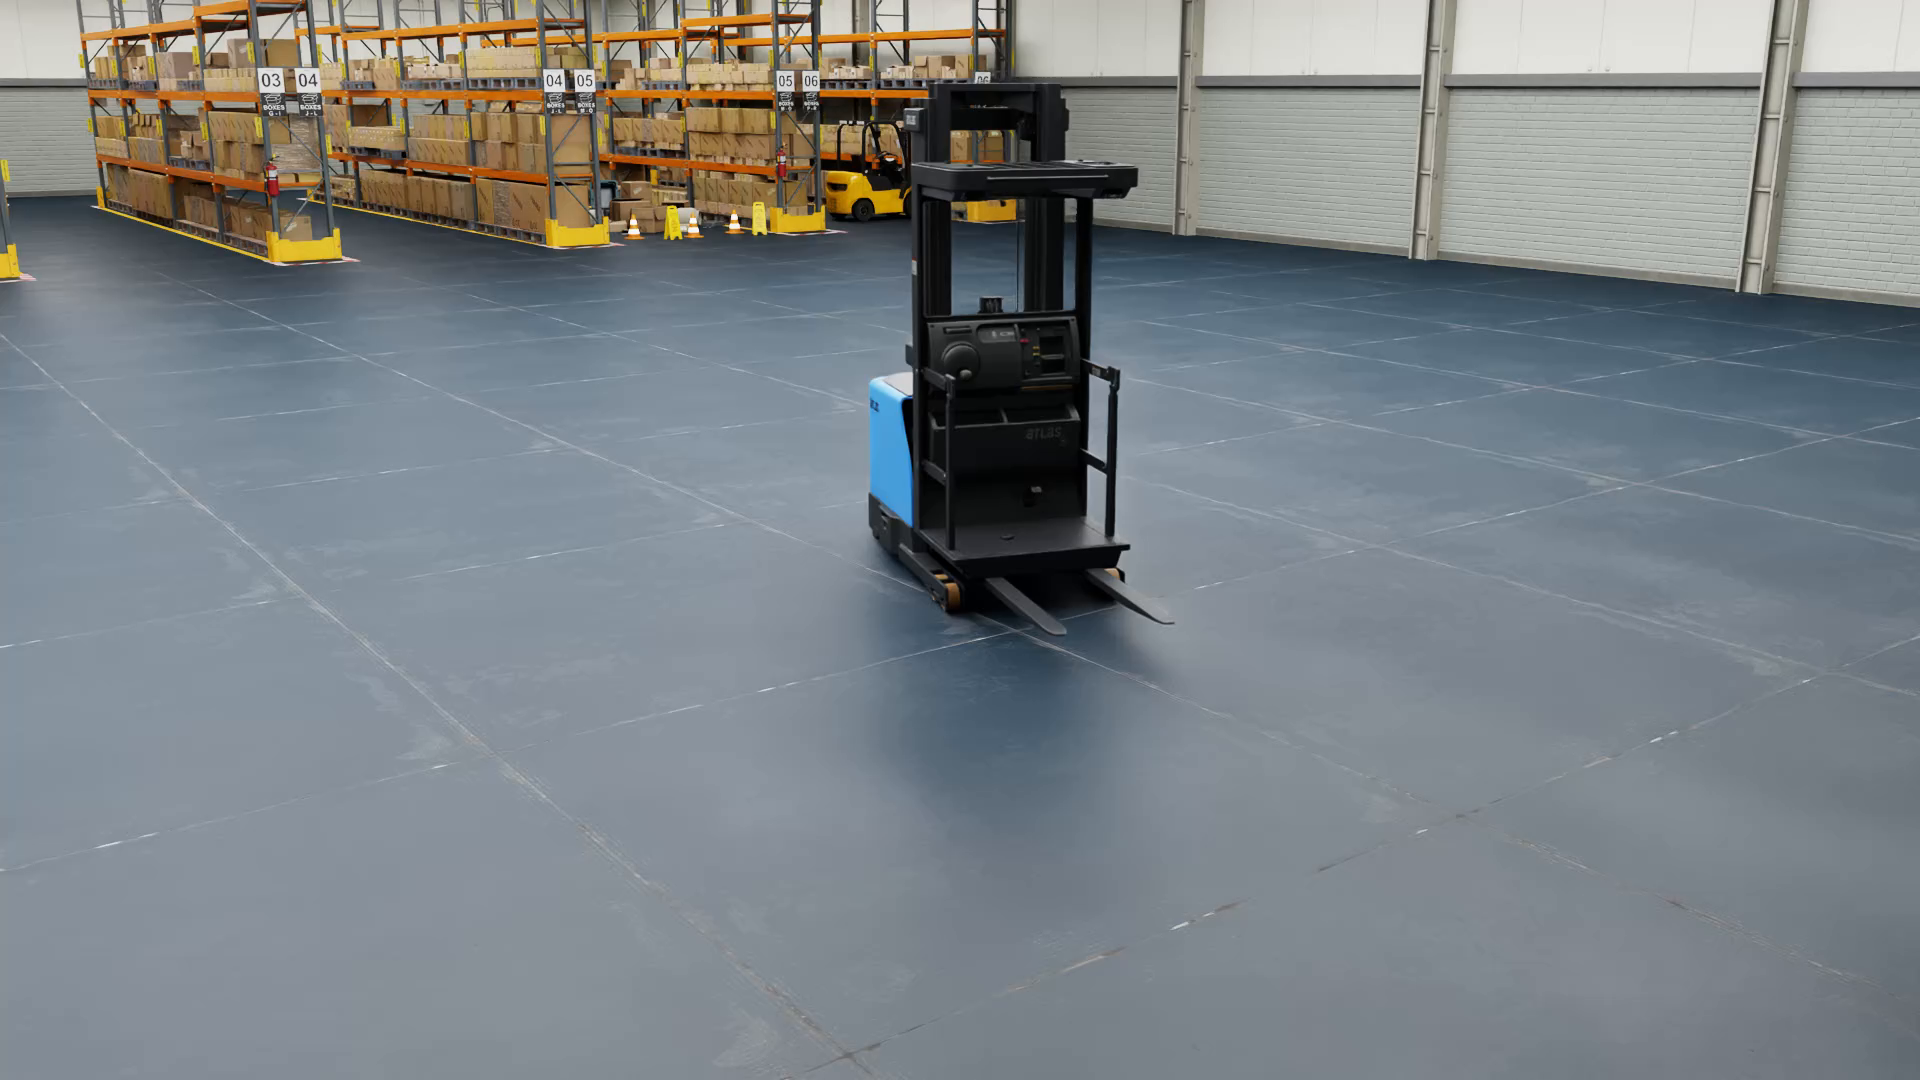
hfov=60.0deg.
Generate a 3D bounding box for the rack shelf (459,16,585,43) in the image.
[{"bbox_3d":[-8.435,-9.843,32.111,1.077,0.370,4.000,-11,19,-35],"label":"rack shelf"}]

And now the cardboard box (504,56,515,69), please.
[{"bbox_3d":[-8.361,-9.106,31.717,0.500,0.250,0.500,-11,19,-35],"label":"cardboard box"}]

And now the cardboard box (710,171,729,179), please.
[{"bbox_3d":[-5.209,-7.943,36.180,0.380,0.149,0.250,-10,18,-32],"label":"cardboard box"}]

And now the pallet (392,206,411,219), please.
[{"bbox_3d":[-12.421,-7.592,38.415,1.003,0.211,1.213,-11,19,-35],"label":"pallet"}]

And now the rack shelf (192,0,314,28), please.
[{"bbox_3d":[-12.506,-9.286,29.325,1.077,0.370,4.000,-11,19,-35],"label":"rack shelf"}]

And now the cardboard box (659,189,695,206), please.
[{"bbox_3d":[-6.402,-7.905,38.460,0.950,0.372,0.625,-10,18,-31],"label":"cardboard box"}]

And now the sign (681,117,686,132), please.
[{"bbox_3d":[-6.113,-9.177,36.732,0.100,0.325,0.005,-11,19,-35],"label":"sign"}]

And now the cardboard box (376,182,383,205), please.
[{"bbox_3d":[-13.463,-8.200,39.292,0.500,0.500,0.500,-10,18,-34],"label":"cardboard box"}]

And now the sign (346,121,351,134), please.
[{"bbox_3d":[-14.749,-9.956,40.130,0.100,0.325,0.005,-11,19,-35],"label":"sign"}]

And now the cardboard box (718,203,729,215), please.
[{"bbox_3d":[-4.901,-7.189,36.074,0.500,0.250,0.500,-11,19,-35],"label":"cardboard box"}]

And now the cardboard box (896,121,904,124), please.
[{"bbox_3d":[-1.322,-9.773,39.118,0.380,0.149,0.250,-11,19,-36],"label":"cardboard box"}]

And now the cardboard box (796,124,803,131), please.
[{"bbox_3d":[-4.056,-10.579,42.626,0.380,0.149,0.250,-10,18,-33],"label":"cardboard box"}]

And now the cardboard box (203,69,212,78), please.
[{"bbox_3d":[-13.740,-8.617,30.725,0.380,0.149,0.250,-12,19,-36],"label":"cardboard box"}]

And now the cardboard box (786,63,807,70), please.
[{"bbox_3d":[-3.358,-9.669,34.006,0.380,0.149,0.250,-11,19,-35],"label":"cardboard box"}]

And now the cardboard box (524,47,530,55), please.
[{"bbox_3d":[-7.877,-9.096,30.925,0.380,0.149,0.250,-11,19,-34],"label":"cardboard box"}]

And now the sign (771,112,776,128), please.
[{"bbox_3d":[-3.775,-8.481,33.588,0.100,0.325,0.005,-11,19,-35],"label":"sign"}]

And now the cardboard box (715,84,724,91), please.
[{"bbox_3d":[-4.994,-9.638,35.401,0.380,0.149,0.250,-11,19,-36],"label":"cardboard box"}]

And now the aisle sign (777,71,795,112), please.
[{"bbox_3d":[-3.513,-9.047,33.525,0.394,0.787,0.004,-11,19,-35],"label":"aisle sign"}]

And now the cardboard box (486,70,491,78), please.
[{"bbox_3d":[-9.072,-9.145,32.615,0.380,0.149,0.250,-11,19,-35],"label":"cardboard box"}]

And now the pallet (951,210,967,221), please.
[{"bbox_3d":[0.215,-7.435,37.840,1.003,0.211,1.213,-11,19,-35],"label":"pallet"}]

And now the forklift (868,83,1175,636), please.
[{"bbox_3d":[0.331,-1.121,9.621,1.130,2.935,3.031,-5,16,-18],"label":"forklift"}]

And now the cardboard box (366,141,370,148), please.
[{"bbox_3d":[-13.683,-9.272,38.951,0.380,0.149,0.250,-11,19,-36],"label":"cardboard box"}]

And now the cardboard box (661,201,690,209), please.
[{"bbox_3d":[-6.137,-7.061,35.924,0.500,0.500,0.500,1,15,4],"label":"cardboard box"}]

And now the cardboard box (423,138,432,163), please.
[{"bbox_3d":[-11.320,-8.465,36.131,0.500,0.500,0.500,-11,19,-35],"label":"cardboard box"}]

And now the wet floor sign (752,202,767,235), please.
[{"bbox_3d":[-4.068,-6.509,33.637,0.267,0.644,0.232,-4,16,-15],"label":"wet floor sign"}]

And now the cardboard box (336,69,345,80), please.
[{"bbox_3d":[-14.792,-11.299,40.331,0.500,0.250,0.500,-12,19,-37],"label":"cardboard box"}]

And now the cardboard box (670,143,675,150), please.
[{"bbox_3d":[-6.333,-8.913,37.641,0.380,0.149,0.250,-12,19,-36],"label":"cardboard box"}]

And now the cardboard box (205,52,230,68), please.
[{"bbox_3d":[-13.879,-8.982,31.540,0.797,0.503,0.637,-12,19,-37],"label":"cardboard box"}]

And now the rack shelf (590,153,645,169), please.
[{"bbox_3d":[-9.194,-9.640,41.978,1.077,0.370,4.000,-11,19,-35],"label":"rack shelf"}]

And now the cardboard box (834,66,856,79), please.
[{"bbox_3d":[-2.727,-11.412,40.592,0.500,0.311,0.500,-12,19,-36],"label":"cardboard box"}]

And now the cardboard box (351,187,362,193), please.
[{"bbox_3d":[-14.757,-8.613,40.905,0.380,0.149,0.250,-10,18,-33],"label":"cardboard box"}]

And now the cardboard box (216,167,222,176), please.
[{"bbox_3d":[-13.663,-6.898,31.074,0.380,0.149,0.250,-11,19,-35],"label":"cardboard box"}]

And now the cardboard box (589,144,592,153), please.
[{"bbox_3d":[-8.839,-9.662,40.980,0.500,0.250,0.500,-10,18,-34],"label":"cardboard box"}]

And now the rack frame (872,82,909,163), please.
[{"bbox_3d":[-1.653,-9.477,40.020,1.000,3.000,0.127,-11,19,-35],"label":"rack frame"}]

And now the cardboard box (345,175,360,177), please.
[{"bbox_3d":[-15.693,-9.356,43.055,0.380,0.149,0.250,-12,19,-37],"label":"cardboard box"}]

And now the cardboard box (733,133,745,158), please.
[{"bbox_3d":[-4.438,-8.332,35.082,0.500,0.500,0.500,-11,19,-35],"label":"cardboard box"}]

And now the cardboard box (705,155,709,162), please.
[{"bbox_3d":[-5.369,-8.370,36.450,0.380,0.149,0.250,-11,19,-35],"label":"cardboard box"}]

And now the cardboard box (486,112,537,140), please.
[{"bbox_3d":[-9.004,-8.326,33.483,0.875,0.550,0.550,-11,19,-35],"label":"cardboard box"}]

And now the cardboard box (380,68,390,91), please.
[{"bbox_3d":[-12.809,-10.452,37.712,0.500,0.500,0.500,-11,19,-35],"label":"cardboard box"}]

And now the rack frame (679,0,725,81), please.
[{"bbox_3d":[-5.666,-11.599,36.410,1.000,3.000,0.127,-11,19,-35],"label":"rack frame"}]

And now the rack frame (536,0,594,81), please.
[{"bbox_3d":[-7.259,-9.955,30.403,1.000,3.000,0.127,-11,19,-35],"label":"rack frame"}]

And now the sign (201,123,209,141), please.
[{"bbox_3d":[-14.129,-7.639,31.112,0.100,0.325,0.005,-11,19,-35],"label":"sign"}]

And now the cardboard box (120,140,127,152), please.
[{"bbox_3d":[-18.858,-9.001,38.000,0.500,0.250,0.500,-11,19,-36],"label":"cardboard box"}]

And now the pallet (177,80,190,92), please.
[{"bbox_3d":[-14.571,-8.893,32.560,1.213,0.211,1.003,-11,19,-35],"label":"pallet"}]

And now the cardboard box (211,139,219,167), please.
[{"bbox_3d":[-13.468,-7.254,31.143,0.875,0.500,0.500,-11,19,-35],"label":"cardboard box"}]

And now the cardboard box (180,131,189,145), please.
[{"bbox_3d":[-15.684,-8.163,34.235,0.500,0.500,0.500,-14,21,-41],"label":"cardboard box"}]

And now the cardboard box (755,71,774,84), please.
[{"bbox_3d":[-3.833,-9.437,33.912,0.500,0.250,0.500,-11,19,-35],"label":"cardboard box"}]

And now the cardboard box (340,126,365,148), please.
[{"bbox_3d":[-14.828,-9.875,40.722,0.500,0.500,0.500,-11,19,-34],"label":"cardboard box"}]

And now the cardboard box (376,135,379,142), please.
[{"bbox_3d":[-13.228,-9.249,38.305,0.380,0.149,0.250,-11,19,-35],"label":"cardboard box"}]

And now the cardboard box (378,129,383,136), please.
[{"bbox_3d":[-13.082,-9.338,38.066,0.380,0.149,0.250,-10,18,-33],"label":"cardboard box"}]

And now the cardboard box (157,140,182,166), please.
[{"bbox_3d":[-16.525,-8.137,34.934,0.500,0.500,0.500,-10,18,-33],"label":"cardboard box"}]

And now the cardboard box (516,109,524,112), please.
[{"bbox_3d":[-11.469,-11.219,44.302,0.500,0.500,0.500,-11,19,-34],"label":"cardboard box"}]

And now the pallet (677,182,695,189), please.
[{"bbox_3d":[-7.482,-10.248,48.119,1.003,0.211,1.213,-11,19,-35],"label":"pallet"}]

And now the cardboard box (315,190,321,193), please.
[{"bbox_3d":[-16.617,-9.144,43.409,0.380,0.149,0.250,-10,18,-33],"label":"cardboard box"}]

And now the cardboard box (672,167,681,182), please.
[{"bbox_3d":[-7.955,-10.702,48.437,0.700,0.500,0.500,-10,18,-32],"label":"cardboard box"}]

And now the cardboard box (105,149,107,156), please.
[{"bbox_3d":[-20.190,-9.263,39.713,0.380,0.149,0.250,-11,19,-36],"label":"cardboard box"}]
